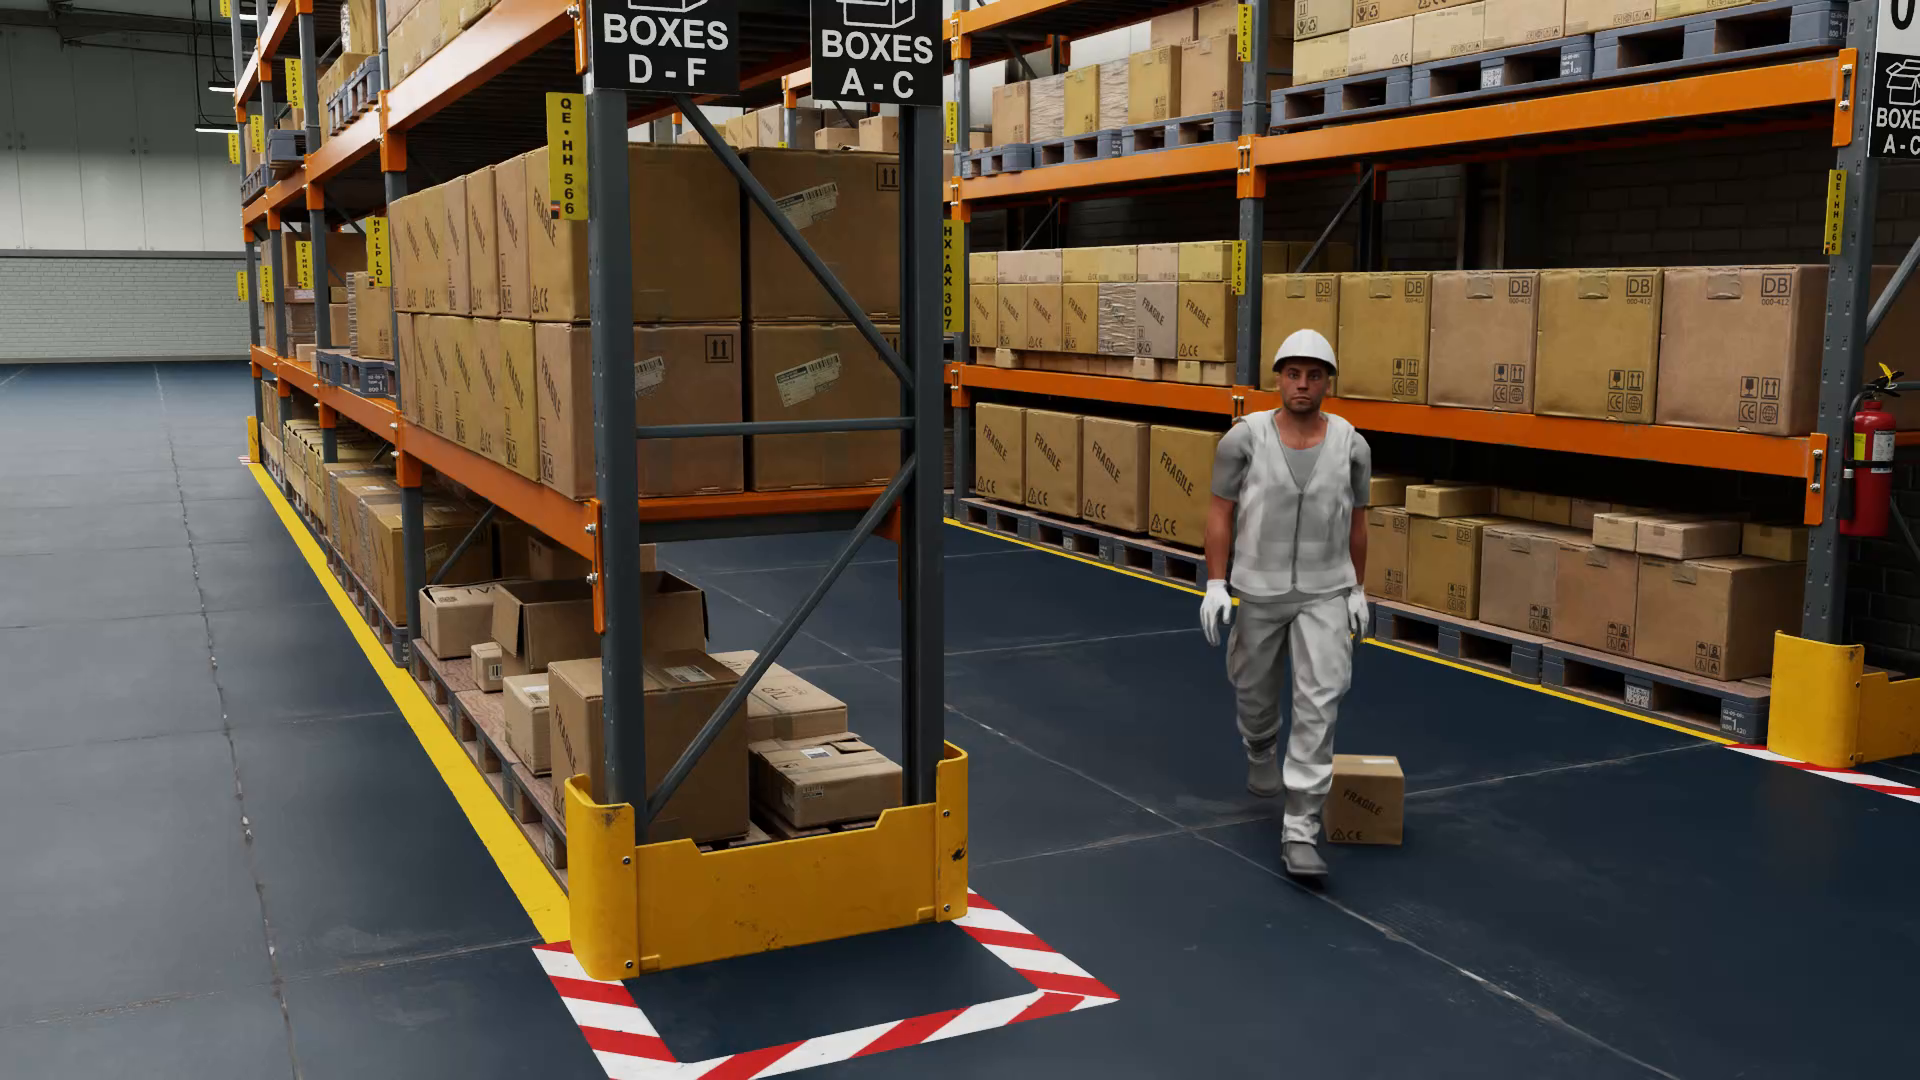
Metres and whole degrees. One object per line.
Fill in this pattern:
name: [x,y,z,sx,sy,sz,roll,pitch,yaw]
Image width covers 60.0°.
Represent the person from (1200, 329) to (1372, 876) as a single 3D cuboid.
person: [1.094,0.171,5.605,0.568,1.759,0.980,1,8,7]
